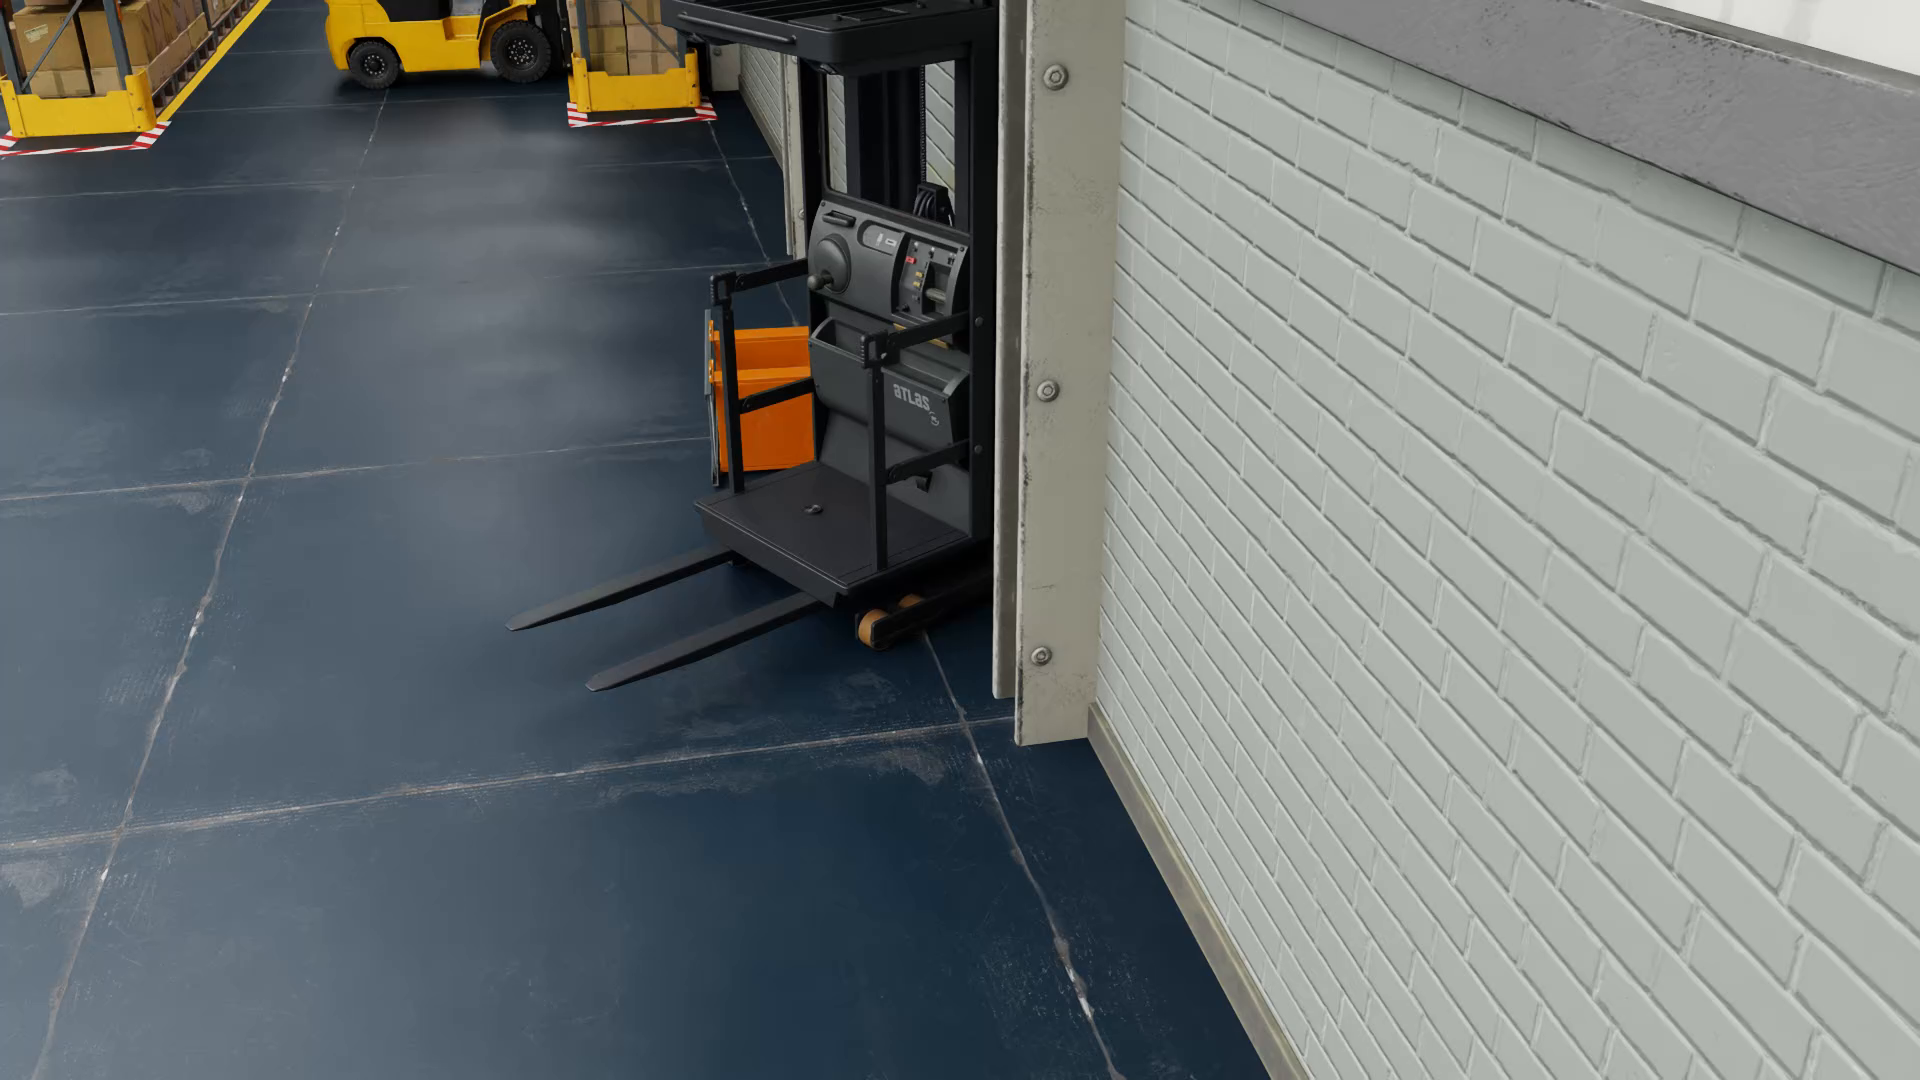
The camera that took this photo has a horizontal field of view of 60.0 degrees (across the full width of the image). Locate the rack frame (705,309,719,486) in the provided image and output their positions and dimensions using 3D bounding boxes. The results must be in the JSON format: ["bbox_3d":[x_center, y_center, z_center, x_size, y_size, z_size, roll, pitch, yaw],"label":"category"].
[{"bbox_3d":[-1.286,-0.755,8.609,0.032,0.500,1.125,-4,29,-6],"label":"rack frame"}]

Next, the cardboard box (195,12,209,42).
[{"bbox_3d":[-8.445,-5.519,17.941,0.500,0.250,0.500,-5,27,-9],"label":"cardboard box"}]

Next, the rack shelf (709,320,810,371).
[{"bbox_3d":[-0.814,-0.906,8.878,1.000,0.538,0.278,-4,29,-6],"label":"rack shelf"}]

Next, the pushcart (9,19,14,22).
[{"bbox_3d":[-11.050,-5.367,17.965,1.648,0.377,0.936,-16,31,-29],"label":"pushcart"}]

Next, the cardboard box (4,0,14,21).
[{"bbox_3d":[-10.568,-5.820,17.885,0.500,0.500,0.500,-6,27,-12],"label":"cardboard box"}]

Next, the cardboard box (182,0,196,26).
[{"bbox_3d":[-8.329,-5.631,17.330,0.500,0.500,0.500,-5,27,-11],"label":"cardboard box"}]

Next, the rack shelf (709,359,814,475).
[{"bbox_3d":[-0.744,-0.648,8.412,1.000,0.538,0.278,-4,29,-6],"label":"rack shelf"}]

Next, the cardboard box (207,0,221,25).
[{"bbox_3d":[-8.961,-6.036,18.830,0.950,0.372,0.625,-6,27,-11],"label":"cardboard box"}]

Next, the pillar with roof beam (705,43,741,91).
[{"bbox_3d":[-6.577,-8.179,13.968,9.100,9.000,0.400,-6,27,-12],"label":"pillar with roof beam"}]

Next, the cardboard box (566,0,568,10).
[{"bbox_3d":[-3.756,-5.562,16.917,0.500,0.250,0.500,-6,27,-11],"label":"cardboard box"}]

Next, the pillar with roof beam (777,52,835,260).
[{"bbox_3d":[-5.225,-5.545,8.750,9.100,9.000,0.400,-6,27,-12],"label":"pillar with roof beam"}]

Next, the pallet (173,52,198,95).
[{"bbox_3d":[-8.376,-4.719,16.865,1.003,0.211,1.213,-6,27,-12],"label":"pallet"}]

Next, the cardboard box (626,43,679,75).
[{"bbox_3d":[-3.024,-4.737,16.391,0.500,0.250,0.500,-6,27,-11],"label":"cardboard box"}]

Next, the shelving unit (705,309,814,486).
[{"bbox_3d":[-0.782,-0.789,8.666,1.048,0.538,1.125,-4,29,-6],"label":"shelving unit"}]

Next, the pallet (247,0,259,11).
[{"bbox_3d":[-9.567,-6.959,21.304,1.003,0.211,1.213,-6,27,-12],"label":"pallet"}]

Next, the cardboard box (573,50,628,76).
[{"bbox_3d":[-3.517,-4.675,16.269,0.500,0.250,0.500,-6,27,-11],"label":"cardboard box"}]

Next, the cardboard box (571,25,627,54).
[{"bbox_3d":[-3.518,-4.906,16.172,0.500,0.250,0.500,-6,27,-12],"label":"cardboard box"}]

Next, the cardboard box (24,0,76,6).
[{"bbox_3d":[-8.522,-5.099,15.557,0.380,0.149,0.250,-5,27,-10],"label":"cardboard box"}]

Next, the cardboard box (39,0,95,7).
[{"bbox_3d":[-8.494,-4.884,15.851,0.500,0.500,0.500,-5,27,-10],"label":"cardboard box"}]

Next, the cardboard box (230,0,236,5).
[{"bbox_3d":[-9.285,-6.656,20.059,0.950,0.372,0.625,-5,27,-10],"label":"cardboard box"}]

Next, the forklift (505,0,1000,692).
[{"bbox_3d":[-0.461,-1.120,6.716,3.031,2.935,1.130,-22,34,-37],"label":"forklift"}]

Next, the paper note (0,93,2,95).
[{"bbox_3d":[-9.475,-4.434,16.500,0.142,0.019,0.148,-16,31,-29],"label":"paper note"}]

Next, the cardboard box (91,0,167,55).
[{"bbox_3d":[-7.979,-4.952,15.985,0.500,0.500,0.500,-7,28,-14],"label":"cardboard box"}]

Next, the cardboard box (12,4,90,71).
[{"bbox_3d":[-8.374,-4.655,15.398,0.500,0.500,0.500,-6,27,-11],"label":"cardboard box"}]

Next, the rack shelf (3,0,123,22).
[{"bbox_3d":[-8.390,-5.592,16.299,1.077,0.370,4.000,-6,27,-12],"label":"rack shelf"}]

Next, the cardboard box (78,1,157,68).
[{"bbox_3d":[-7.857,-4.723,15.531,0.500,0.500,0.500,-7,28,-13],"label":"cardboard box"}]

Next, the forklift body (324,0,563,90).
[{"bbox_3d":[-5.309,-5.809,16.873,2.313,2.155,1.214,-6,27,-12],"label":"forklift body"}]

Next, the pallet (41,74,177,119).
[{"bbox_3d":[-8.105,-4.184,15.806,1.003,0.211,1.213,-6,27,-12],"label":"pallet"}]

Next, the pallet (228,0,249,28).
[{"bbox_3d":[-9.296,-6.425,20.245,1.003,0.211,1.213,-6,27,-12],"label":"pallet"}]

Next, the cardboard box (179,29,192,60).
[{"bbox_3d":[-8.205,-5.063,17.037,0.500,0.250,0.500,-6,27,-11],"label":"cardboard box"}]

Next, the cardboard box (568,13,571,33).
[{"bbox_3d":[-3.757,-5.352,17.055,0.500,0.250,0.500,-7,28,-13],"label":"cardboard box"}]

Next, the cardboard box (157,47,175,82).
[{"bbox_3d":[-7.959,-4.602,16.125,0.500,0.250,0.500,-5,27,-10],"label":"cardboard box"}]

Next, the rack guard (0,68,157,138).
[{"bbox_3d":[-7.956,-3.953,15.027,1.175,0.500,0.348,-6,27,-12],"label":"rack guard"}]

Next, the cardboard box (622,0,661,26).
[{"bbox_3d":[-3.028,-5.178,16.155,0.500,0.250,0.500,-6,27,-12],"label":"cardboard box"}]

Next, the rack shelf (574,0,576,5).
[{"bbox_3d":[-3.554,-6.098,17.301,1.077,0.370,4.000,-6,27,-12],"label":"rack shelf"}]

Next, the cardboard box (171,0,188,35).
[{"bbox_3d":[-8.213,-5.407,16.886,0.500,0.500,0.500,-5,27,-9],"label":"cardboard box"}]

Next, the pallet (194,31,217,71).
[{"bbox_3d":[-8.655,-5.255,17.928,1.003,0.211,1.213,-6,27,-12],"label":"pallet"}]

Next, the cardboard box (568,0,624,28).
[{"bbox_3d":[-3.511,-5.118,16.037,0.500,0.250,0.500,-5,27,-10],"label":"cardboard box"}]

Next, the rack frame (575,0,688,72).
[{"bbox_3d":[-3.104,-5.541,15.399,1.000,3.000,0.127,-6,27,-12],"label":"rack frame"}]

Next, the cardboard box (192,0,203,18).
[{"bbox_3d":[-8.446,-5.854,17.772,0.500,0.500,0.500,-6,27,-12],"label":"cardboard box"}]

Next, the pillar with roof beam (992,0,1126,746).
[{"bbox_3d":[-3.873,-2.911,3.531,9.100,9.000,0.400,-6,27,-12],"label":"pillar with roof beam"}]

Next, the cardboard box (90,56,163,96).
[{"bbox_3d":[-7.851,-4.378,15.680,0.500,0.250,0.500,-6,27,-12],"label":"cardboard box"}]

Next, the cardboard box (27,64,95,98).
[{"bbox_3d":[-8.389,-4.334,15.592,0.500,0.250,0.500,-6,27,-12],"label":"cardboard box"}]

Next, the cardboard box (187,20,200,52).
[{"bbox_3d":[-8.315,-5.286,17.480,0.500,0.250,0.500,-7,28,-13],"label":"cardboard box"}]

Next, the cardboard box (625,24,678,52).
[{"bbox_3d":[-3.007,-4.952,16.262,0.500,0.250,0.500,-5,27,-11],"label":"cardboard box"}]

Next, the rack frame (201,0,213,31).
[{"bbox_3d":[-8.840,-6.791,17.877,1.000,3.000,0.127,-6,27,-12],"label":"rack frame"}]

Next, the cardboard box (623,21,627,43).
[{"bbox_3d":[-3.131,-5.171,16.696,0.500,0.250,0.500,-6,27,-12],"label":"cardboard box"}]

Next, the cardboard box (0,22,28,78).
[{"bbox_3d":[-9.925,-5.068,17.233,0.500,0.500,0.500,13,30,24],"label":"cardboard box"}]

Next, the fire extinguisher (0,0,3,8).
[{"bbox_3d":[-8.362,-4.904,14.223,0.296,0.674,0.183,-6,27,-12],"label":"fire extinguisher"}]

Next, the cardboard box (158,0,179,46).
[{"bbox_3d":[-8.084,-5.173,16.423,0.500,0.500,0.500,-5,27,-11],"label":"cardboard box"}]

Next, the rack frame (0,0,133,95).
[{"bbox_3d":[-7.939,-5.035,14.397,1.000,3.000,0.127,-6,27,-12],"label":"rack frame"}]

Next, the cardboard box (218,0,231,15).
[{"bbox_3d":[-9.126,-6.351,19.454,0.950,0.372,0.625,-4,27,-8],"label":"cardboard box"}]

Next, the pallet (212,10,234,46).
[{"bbox_3d":[-9.017,-5.888,19.182,1.003,0.211,1.213,-6,27,-12],"label":"pallet"}]

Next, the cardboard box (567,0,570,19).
[{"bbox_3d":[-3.632,-5.342,16.480,0.500,0.250,0.500,-5,27,-11],"label":"cardboard box"}]

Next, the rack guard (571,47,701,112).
[{"bbox_3d":[-3.098,-4.415,15.942,1.175,0.500,0.348,-6,27,-12],"label":"rack guard"}]

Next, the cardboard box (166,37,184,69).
[{"bbox_3d":[-8.094,-4.841,16.597,0.500,0.250,0.500,-4,27,-8],"label":"cardboard box"}]
